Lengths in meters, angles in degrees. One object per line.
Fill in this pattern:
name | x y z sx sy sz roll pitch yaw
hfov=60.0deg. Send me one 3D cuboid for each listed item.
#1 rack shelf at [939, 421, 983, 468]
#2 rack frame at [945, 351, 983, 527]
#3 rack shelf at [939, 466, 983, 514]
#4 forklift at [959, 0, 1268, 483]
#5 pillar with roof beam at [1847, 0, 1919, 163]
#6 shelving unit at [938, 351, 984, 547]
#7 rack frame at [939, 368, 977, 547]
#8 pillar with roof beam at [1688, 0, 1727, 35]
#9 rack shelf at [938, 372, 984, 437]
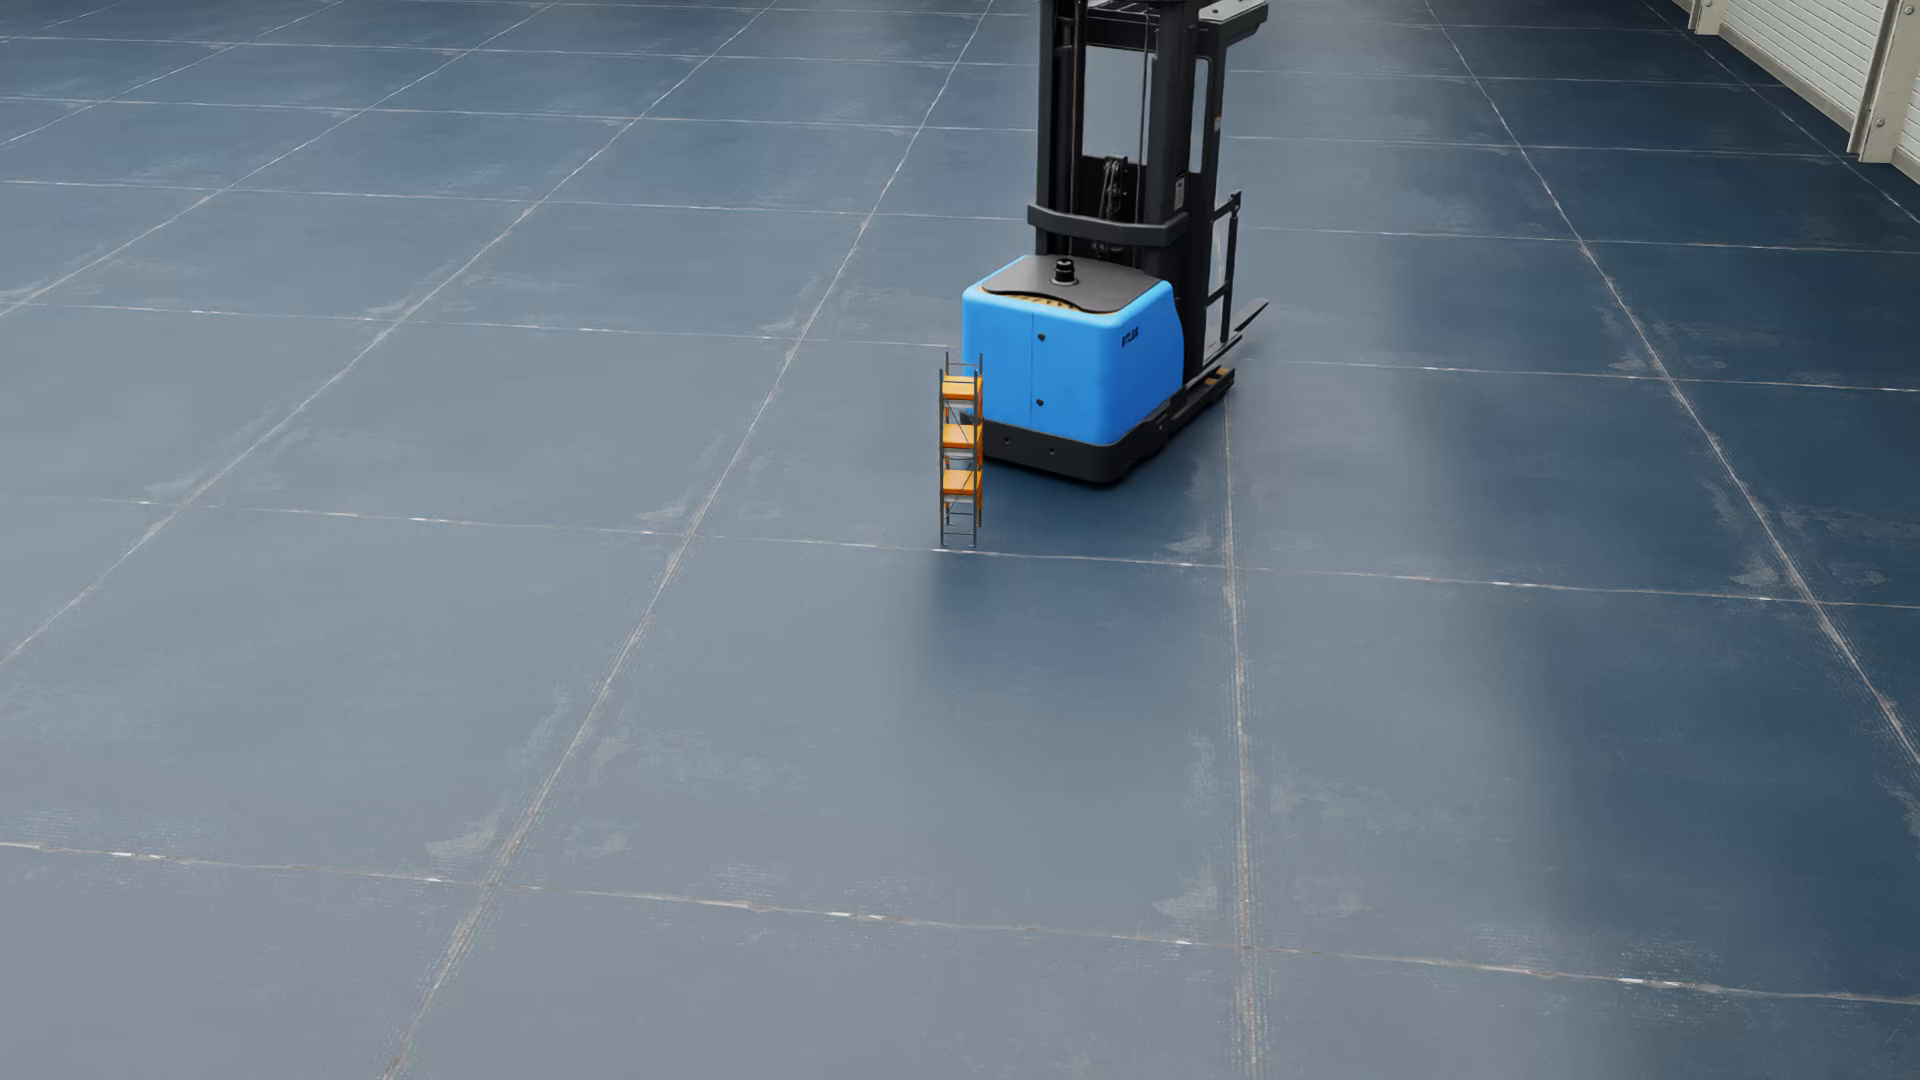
rack shelf | 0.007 -0.478 9.053 0.215 0.259 0.240 3 28 6
rack frame | 0.022 -0.545 9.154 0.200 1.050 0.008 3 28 6
rack shelf | 0.007 -0.233 9.185 0.215 0.259 0.240 3 28 6
forklift | 1.173 -2.286 10.404 1.130 2.935 3.031 15 32 26
pillar with roof beam | 4.570 -7.934 14.489 9.100 9.000 0.400 3 28 6
shelving unit | 0.007 -0.487 9.048 0.215 1.050 0.252 3 28 6
rack frame | -0.008 -0.430 8.941 0.200 1.050 0.008 3 28 6
pillar with roof beam | 5.305 -10.758 19.732 9.100 9.000 0.400 3 28 6
rack shelf | 0.007 -0.728 8.918 0.215 0.259 0.240 3 28 6
